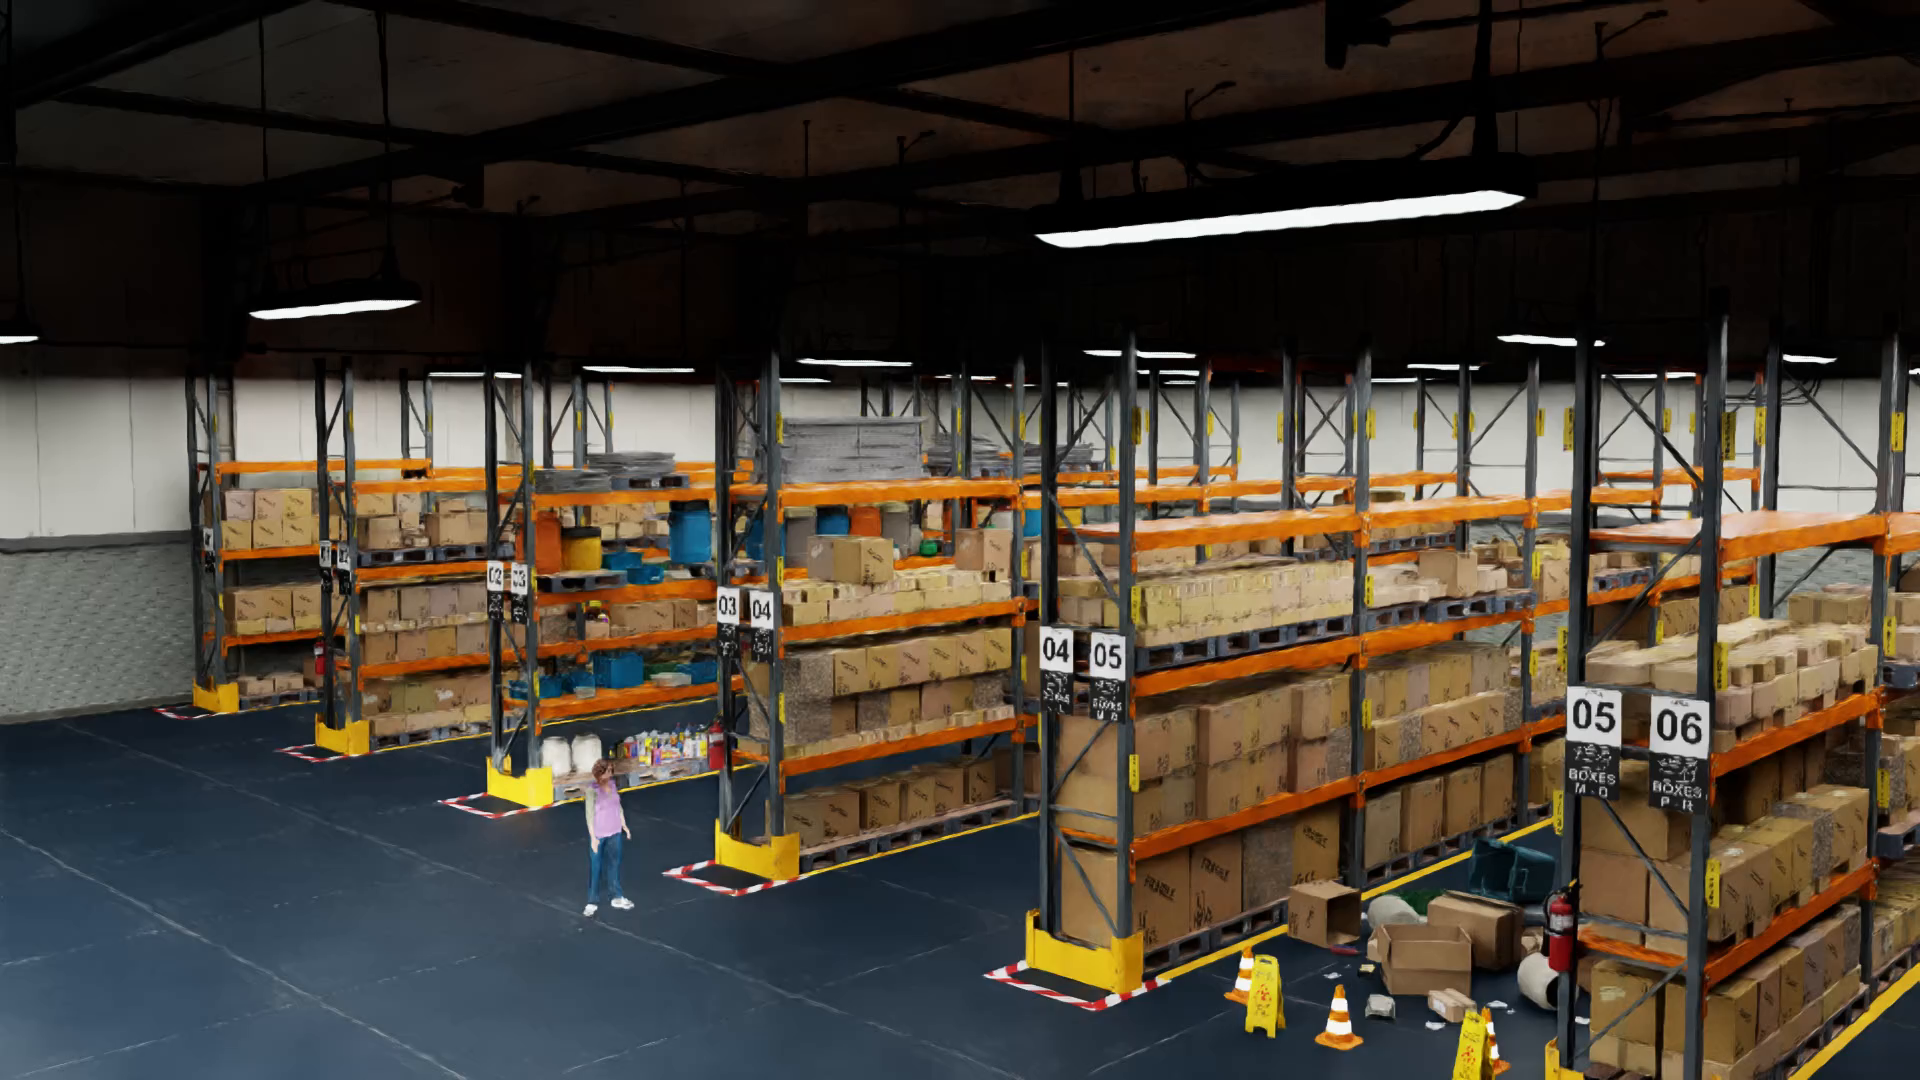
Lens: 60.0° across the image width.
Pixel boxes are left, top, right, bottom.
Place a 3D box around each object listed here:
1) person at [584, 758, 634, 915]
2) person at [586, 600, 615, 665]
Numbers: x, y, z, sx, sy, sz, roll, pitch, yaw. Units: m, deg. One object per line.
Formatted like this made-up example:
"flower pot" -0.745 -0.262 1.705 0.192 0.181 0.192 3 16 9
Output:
"person" -3.649 3.037 17.140 0.342 1.603 0.557 3 6 38
"person" -6.736 1.935 30.945 1.120 1.685 0.582 -4 6 -43
